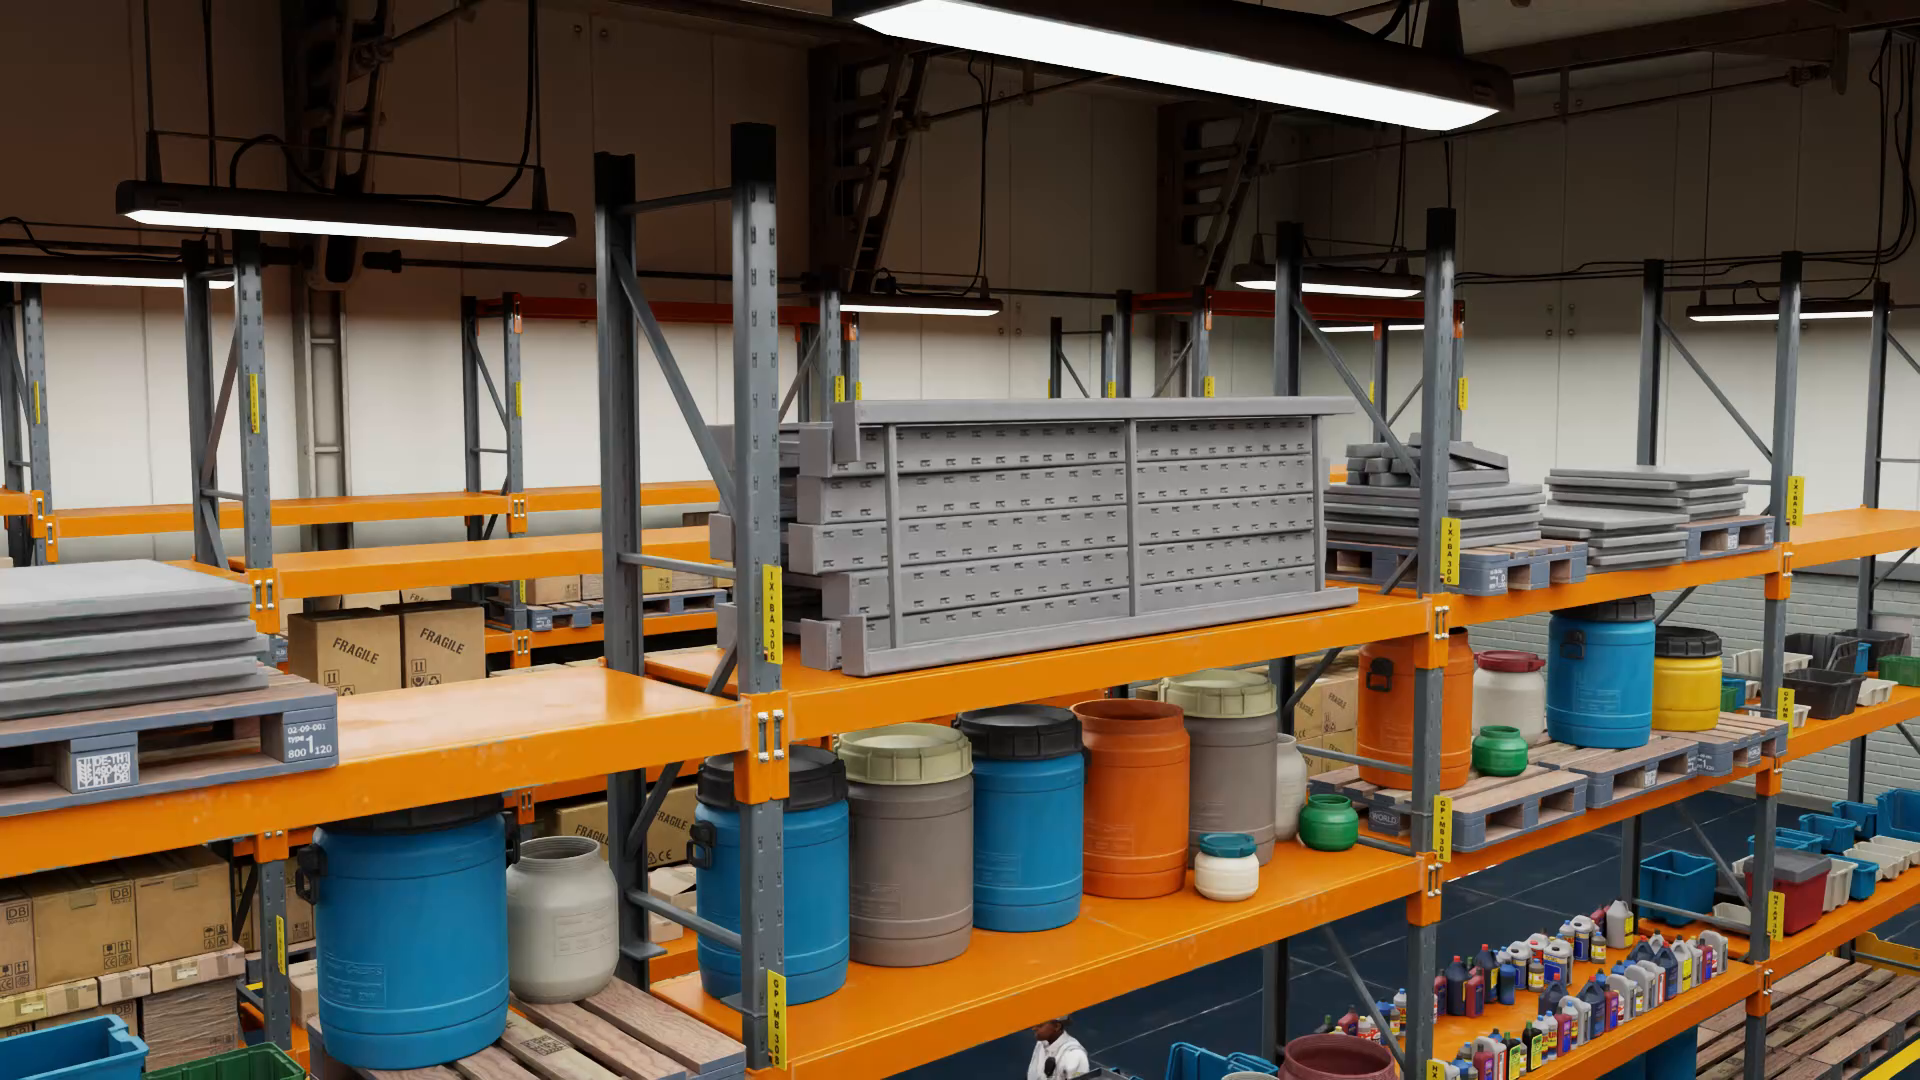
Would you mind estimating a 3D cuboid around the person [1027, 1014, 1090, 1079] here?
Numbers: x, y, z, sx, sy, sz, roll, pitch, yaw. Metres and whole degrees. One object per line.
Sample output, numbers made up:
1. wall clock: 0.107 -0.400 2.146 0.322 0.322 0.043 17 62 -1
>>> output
1. person: 0.676 3.438 9.684 0.576 1.654 0.507 -3 6 -26
